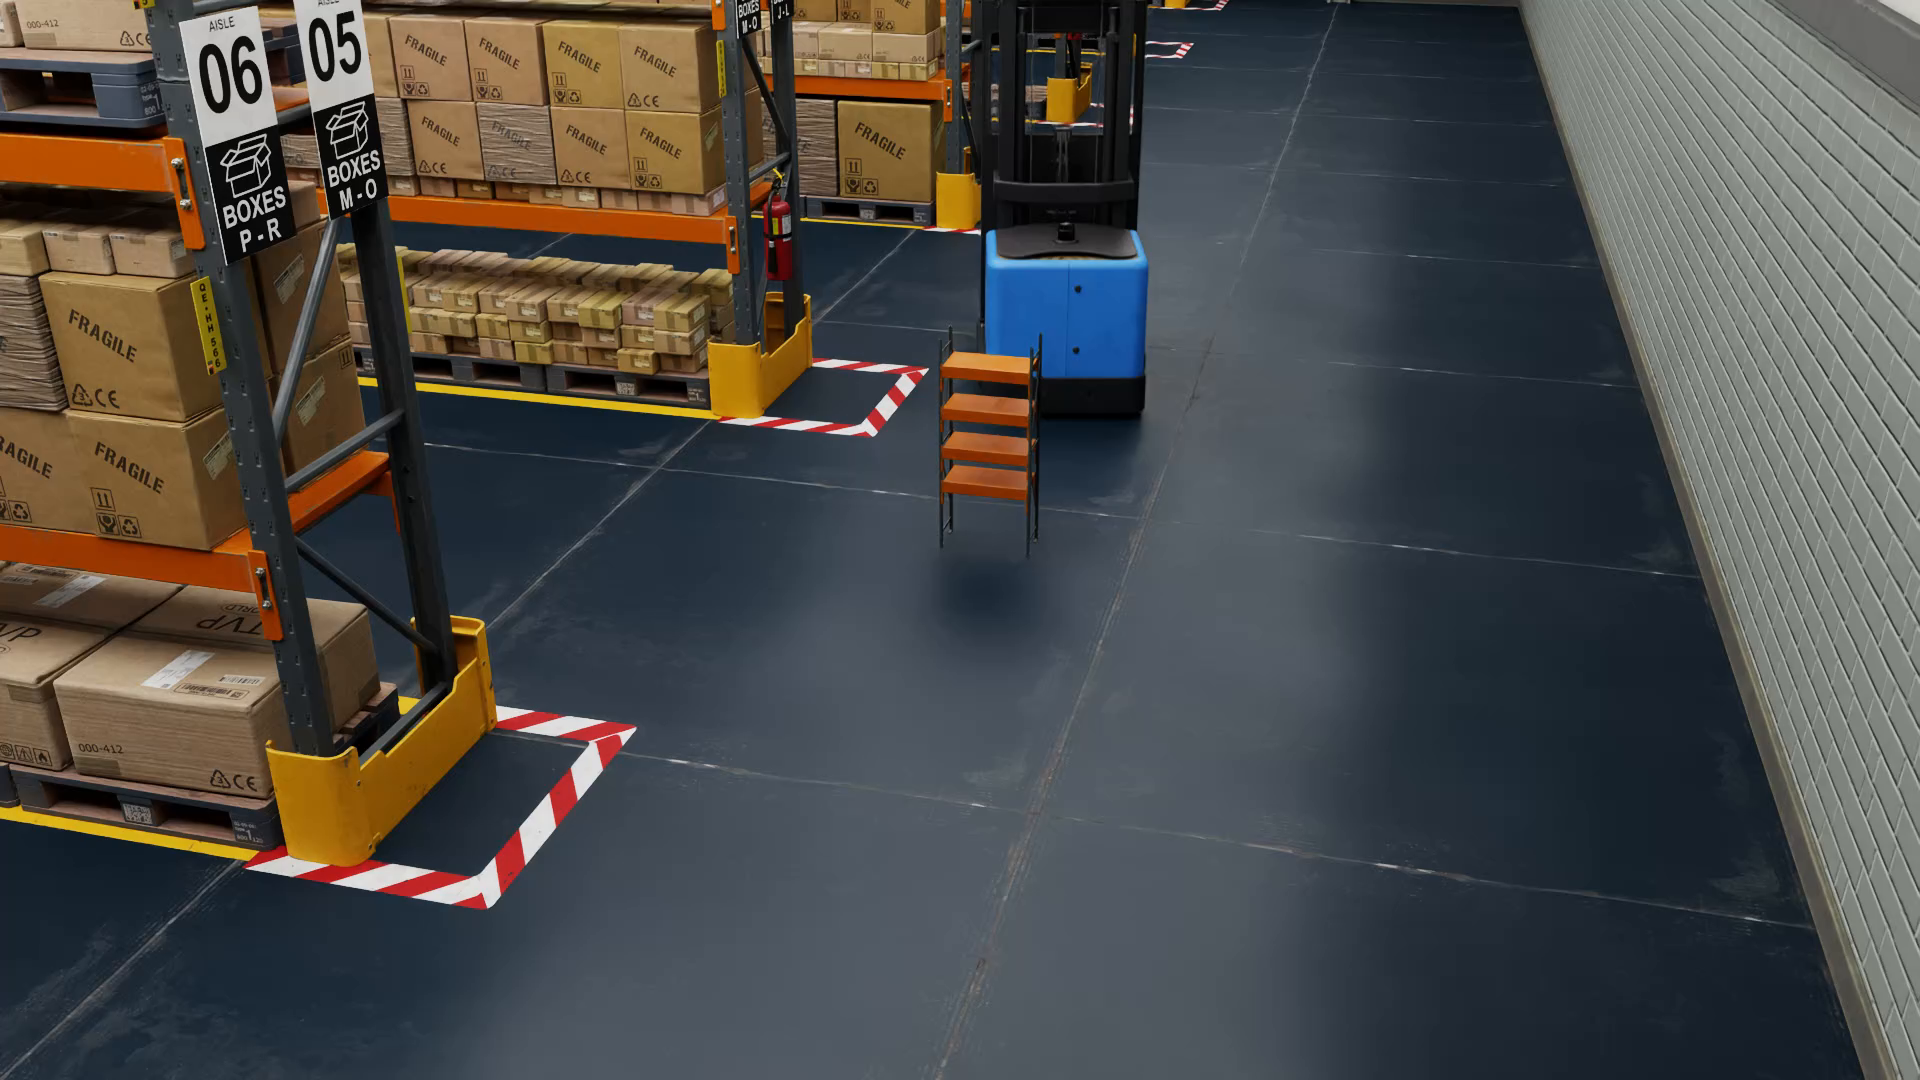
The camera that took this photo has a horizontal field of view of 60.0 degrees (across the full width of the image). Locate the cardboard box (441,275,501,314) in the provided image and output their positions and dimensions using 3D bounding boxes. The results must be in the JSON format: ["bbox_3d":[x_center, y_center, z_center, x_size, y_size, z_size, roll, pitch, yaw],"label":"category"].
[{"bbox_3d":[-3.360,-1.694,11.455,0.250,0.149,0.380,6,26,13],"label":"cardboard box"}]

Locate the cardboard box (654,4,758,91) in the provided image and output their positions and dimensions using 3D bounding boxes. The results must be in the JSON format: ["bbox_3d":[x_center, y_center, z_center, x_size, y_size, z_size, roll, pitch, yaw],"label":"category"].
[{"bbox_3d":[-1.644,-3.185,10.826,0.500,0.500,0.500,6,26,13],"label":"cardboard box"}]

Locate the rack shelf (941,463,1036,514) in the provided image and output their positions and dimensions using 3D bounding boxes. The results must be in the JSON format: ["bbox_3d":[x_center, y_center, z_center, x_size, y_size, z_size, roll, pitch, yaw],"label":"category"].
[{"bbox_3d":[0.160,-0.284,9.069,0.480,0.148,0.258,6,26,13],"label":"rack shelf"}]

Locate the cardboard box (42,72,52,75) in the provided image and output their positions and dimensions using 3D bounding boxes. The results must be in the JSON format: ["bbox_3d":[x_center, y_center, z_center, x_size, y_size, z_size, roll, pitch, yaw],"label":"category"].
[{"bbox_3d":[-6.351,-3.216,11.626,0.250,0.149,0.380,6,26,13],"label":"cardboard box"}]

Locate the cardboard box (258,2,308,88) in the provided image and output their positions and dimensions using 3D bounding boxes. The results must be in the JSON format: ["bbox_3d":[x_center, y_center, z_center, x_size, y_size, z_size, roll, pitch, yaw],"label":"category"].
[{"bbox_3d":[-4.267,-3.256,10.975,0.500,0.500,0.500,6,26,11],"label":"cardboard box"}]

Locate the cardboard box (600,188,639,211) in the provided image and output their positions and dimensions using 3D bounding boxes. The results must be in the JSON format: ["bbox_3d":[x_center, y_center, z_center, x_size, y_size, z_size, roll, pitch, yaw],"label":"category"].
[{"bbox_3d":[-2.139,-2.263,10.805,0.250,0.149,0.380,6,26,12],"label":"cardboard box"}]

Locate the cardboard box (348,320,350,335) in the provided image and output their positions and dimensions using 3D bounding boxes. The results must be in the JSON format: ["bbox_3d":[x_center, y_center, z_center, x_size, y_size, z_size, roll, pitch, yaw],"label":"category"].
[{"bbox_3d":[-4.365,-1.520,11.782,0.250,0.149,0.380,6,26,13],"label":"cardboard box"}]

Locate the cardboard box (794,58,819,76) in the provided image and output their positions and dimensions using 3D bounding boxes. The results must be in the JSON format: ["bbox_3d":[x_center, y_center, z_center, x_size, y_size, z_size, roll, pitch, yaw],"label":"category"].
[{"bbox_3d":[-1.358,-4.346,15.182,0.250,0.149,0.380,6,26,12],"label":"cardboard box"}]

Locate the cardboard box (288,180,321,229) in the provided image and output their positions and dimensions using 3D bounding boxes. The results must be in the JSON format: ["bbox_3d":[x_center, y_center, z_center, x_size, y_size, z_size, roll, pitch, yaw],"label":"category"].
[{"bbox_3d":[-2.685,-1.267,6.388,0.250,0.149,0.380,7,26,14],"label":"cardboard box"}]

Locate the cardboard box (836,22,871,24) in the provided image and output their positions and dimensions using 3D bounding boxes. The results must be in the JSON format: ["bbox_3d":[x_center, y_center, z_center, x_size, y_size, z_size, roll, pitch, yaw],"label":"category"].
[{"bbox_3d":[-0.845,-4.733,15.531,0.500,0.250,0.500,6,26,12],"label":"cardboard box"}]

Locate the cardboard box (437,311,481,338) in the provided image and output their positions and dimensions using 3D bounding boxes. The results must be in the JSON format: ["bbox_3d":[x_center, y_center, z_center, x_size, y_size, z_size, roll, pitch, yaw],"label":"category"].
[{"bbox_3d":[-3.383,-1.528,11.453,0.250,0.149,0.380,7,26,14],"label":"cardboard box"}]

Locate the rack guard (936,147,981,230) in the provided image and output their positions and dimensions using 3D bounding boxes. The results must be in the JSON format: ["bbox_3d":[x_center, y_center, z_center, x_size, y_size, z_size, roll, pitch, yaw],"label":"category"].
[{"bbox_3d":[0.081,-3.319,15.640,0.348,0.500,1.175,6,26,13],"label":"rack guard"}]

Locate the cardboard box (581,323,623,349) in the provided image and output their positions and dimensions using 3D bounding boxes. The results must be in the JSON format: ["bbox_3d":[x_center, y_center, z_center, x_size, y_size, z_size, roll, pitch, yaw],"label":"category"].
[{"bbox_3d":[-2.361,-1.425,11.236,0.250,0.149,0.380,5,26,11],"label":"cardboard box"}]

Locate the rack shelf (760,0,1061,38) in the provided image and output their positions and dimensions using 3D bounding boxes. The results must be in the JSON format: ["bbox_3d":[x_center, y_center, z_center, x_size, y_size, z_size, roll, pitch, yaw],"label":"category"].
[{"bbox_3d":[-0.645,-6.401,20.043,4.000,0.370,1.077,6,26,13],"label":"rack shelf"}]

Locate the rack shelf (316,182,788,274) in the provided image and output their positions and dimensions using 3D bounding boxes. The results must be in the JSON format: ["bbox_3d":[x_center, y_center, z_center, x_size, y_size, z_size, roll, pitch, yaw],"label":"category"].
[{"bbox_3d":[-3.212,-2.285,11.398,4.000,0.370,1.077,6,26,13],"label":"rack shelf"}]

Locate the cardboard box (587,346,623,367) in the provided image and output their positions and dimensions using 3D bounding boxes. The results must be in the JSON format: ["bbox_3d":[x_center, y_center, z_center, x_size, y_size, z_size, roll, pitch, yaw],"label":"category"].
[{"bbox_3d":[-2.346,-1.317,11.356,0.250,0.149,0.380,6,26,13],"label":"cardboard box"}]

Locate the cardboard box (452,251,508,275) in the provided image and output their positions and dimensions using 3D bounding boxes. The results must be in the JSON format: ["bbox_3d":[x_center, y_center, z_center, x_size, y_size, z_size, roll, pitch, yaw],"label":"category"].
[{"bbox_3d":[-3.458,-1.956,12.006,0.250,0.149,0.380,5,26,11],"label":"cardboard box"}]

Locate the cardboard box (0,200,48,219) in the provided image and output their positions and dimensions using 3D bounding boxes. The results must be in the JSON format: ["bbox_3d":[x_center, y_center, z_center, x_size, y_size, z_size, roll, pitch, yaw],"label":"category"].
[{"bbox_3d":[-3.564,-1.123,6.085,0.250,0.149,0.380,7,26,14],"label":"cardboard box"}]

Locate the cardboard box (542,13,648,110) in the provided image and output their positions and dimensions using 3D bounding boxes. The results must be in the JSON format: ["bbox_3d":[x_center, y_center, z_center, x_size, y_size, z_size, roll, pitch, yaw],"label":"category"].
[{"bbox_3d":[-2.271,-3.027,10.492,0.500,0.500,0.500,5,26,11],"label":"cardboard box"}]

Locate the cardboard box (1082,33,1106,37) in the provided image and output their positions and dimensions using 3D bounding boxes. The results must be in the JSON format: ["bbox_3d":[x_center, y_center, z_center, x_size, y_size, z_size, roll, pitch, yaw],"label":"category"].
[{"bbox_3d":[1.941,-7.600,24.119,0.500,0.500,0.500,6,26,13],"label":"cardboard box"}]

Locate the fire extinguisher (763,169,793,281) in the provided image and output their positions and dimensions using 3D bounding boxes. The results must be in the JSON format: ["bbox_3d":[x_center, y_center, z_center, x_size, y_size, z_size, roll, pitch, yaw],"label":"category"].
[{"bbox_3d":[-1.146,-1.974,10.430,0.183,0.674,0.296,6,26,13],"label":"fire extinguisher"}]

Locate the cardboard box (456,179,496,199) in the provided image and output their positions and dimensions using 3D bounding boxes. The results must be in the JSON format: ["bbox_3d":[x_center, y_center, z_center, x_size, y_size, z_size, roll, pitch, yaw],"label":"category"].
[{"bbox_3d":[-3.148,-2.396,11.085,0.250,0.149,0.380,7,26,14],"label":"cardboard box"}]

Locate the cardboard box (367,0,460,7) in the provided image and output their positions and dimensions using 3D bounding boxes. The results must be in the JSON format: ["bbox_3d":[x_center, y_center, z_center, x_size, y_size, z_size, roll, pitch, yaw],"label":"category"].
[{"bbox_3d":[-3.632,-3.404,11.284,0.500,0.500,0.500,7,26,14],"label":"cardboard box"}]

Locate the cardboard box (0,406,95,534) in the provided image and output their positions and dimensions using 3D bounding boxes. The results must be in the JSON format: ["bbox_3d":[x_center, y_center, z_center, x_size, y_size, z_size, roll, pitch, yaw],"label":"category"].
[{"bbox_3d":[-3.426,-0.371,6.423,0.500,0.500,0.500,6,26,12],"label":"cardboard box"}]

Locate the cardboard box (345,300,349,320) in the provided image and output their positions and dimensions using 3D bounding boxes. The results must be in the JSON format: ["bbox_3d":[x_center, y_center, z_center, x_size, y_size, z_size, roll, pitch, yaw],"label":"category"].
[{"bbox_3d":[-4.365,-1.688,11.788,0.250,0.149,0.380,6,26,13],"label":"cardboard box"}]

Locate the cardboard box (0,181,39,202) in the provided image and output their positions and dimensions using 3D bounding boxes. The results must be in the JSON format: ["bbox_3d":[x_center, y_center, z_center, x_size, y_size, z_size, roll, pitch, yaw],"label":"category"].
[{"bbox_3d":[-3.707,-1.368,6.600,0.250,0.149,0.380,7,26,14],"label":"cardboard box"}]

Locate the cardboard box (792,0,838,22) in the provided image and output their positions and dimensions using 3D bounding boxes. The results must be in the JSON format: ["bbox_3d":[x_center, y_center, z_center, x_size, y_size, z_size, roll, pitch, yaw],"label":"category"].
[{"bbox_3d":[-1.327,-5.126,15.482,0.500,0.500,0.500,6,26,12],"label":"cardboard box"}]

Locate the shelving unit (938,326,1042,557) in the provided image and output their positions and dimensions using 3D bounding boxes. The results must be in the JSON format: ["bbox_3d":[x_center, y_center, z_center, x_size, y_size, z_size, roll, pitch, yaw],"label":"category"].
[{"bbox_3d":[0.160,-0.524,8.955,0.503,1.200,0.258,6,26,13],"label":"shelving unit"}]

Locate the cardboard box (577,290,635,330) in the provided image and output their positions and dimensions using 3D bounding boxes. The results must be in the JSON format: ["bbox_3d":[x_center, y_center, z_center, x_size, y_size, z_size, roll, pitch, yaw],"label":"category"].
[{"bbox_3d":[-2.362,-1.544,11.139,0.250,0.149,0.380,6,26,12],"label":"cardboard box"}]

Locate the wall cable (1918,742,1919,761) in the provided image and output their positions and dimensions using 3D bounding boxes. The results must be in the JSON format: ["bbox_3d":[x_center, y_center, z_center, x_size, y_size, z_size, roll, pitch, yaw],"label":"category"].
[{"bbox_3d":[3.057,-0.203,4.969,0.123,1.953,0.585,6,26,13],"label":"wall cable"}]

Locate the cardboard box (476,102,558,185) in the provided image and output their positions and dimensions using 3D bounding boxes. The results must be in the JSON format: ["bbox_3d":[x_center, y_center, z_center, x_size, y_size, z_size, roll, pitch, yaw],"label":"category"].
[{"bbox_3d":[-2.765,-2.624,10.810,0.500,0.500,0.500,6,26,13],"label":"cardboard box"}]

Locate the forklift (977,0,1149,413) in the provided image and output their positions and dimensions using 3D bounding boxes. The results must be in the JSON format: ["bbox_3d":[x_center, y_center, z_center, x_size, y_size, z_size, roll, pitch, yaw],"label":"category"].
[{"bbox_3d":[0.686,-2.735,11.585,1.130,2.935,3.031,0,25,0],"label":"forklift"}]

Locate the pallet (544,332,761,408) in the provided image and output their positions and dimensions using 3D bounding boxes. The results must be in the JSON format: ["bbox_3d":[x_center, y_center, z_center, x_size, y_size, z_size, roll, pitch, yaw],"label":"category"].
[{"bbox_3d":[-2.127,-1.247,11.623,1.213,0.211,1.003,6,26,13],"label":"pallet"}]

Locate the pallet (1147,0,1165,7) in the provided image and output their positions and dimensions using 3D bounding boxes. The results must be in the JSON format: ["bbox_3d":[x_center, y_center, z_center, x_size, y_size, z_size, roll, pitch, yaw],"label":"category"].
[{"bbox_3d":[2.965,-9.430,28.813,1.213,0.211,1.003,6,26,13],"label":"pallet"}]

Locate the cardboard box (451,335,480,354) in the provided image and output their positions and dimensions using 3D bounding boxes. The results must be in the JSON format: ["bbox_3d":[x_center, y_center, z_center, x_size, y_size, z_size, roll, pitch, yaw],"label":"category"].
[{"bbox_3d":[-3.336,-1.436,11.604,0.250,0.149,0.380,7,26,14],"label":"cardboard box"}]

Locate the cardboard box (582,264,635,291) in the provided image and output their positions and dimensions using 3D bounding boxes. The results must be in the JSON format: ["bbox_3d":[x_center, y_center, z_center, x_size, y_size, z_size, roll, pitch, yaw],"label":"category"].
[{"bbox_3d":[-2.468,-1.816,11.712,0.250,0.149,0.380,5,26,10],"label":"cardboard box"}]

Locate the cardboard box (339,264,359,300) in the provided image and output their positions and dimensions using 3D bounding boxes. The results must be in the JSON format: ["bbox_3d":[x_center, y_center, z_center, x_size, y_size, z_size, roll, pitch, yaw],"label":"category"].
[{"bbox_3d":[-4.358,-1.811,11.701,0.250,0.149,0.380,6,26,12],"label":"cardboard box"}]

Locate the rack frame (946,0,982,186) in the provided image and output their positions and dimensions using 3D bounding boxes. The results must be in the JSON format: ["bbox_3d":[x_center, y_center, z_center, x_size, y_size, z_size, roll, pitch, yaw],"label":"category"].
[{"bbox_3d":[0.058,-4.450,15.108,0.127,3.000,1.000,6,26,13],"label":"rack frame"}]

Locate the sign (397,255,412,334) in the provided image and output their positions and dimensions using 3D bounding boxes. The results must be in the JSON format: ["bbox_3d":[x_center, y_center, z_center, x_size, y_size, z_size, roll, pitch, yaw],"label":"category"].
[{"bbox_3d":[-2.266,-0.981,6.723,0.005,0.325,0.100,6,26,13],"label":"sign"}]

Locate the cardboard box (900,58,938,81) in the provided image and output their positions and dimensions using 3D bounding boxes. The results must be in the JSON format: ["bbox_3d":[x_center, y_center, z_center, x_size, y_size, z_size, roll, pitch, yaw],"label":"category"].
[{"bbox_3d":[-0.369,-4.238,14.954,0.250,0.149,0.380,7,26,14],"label":"cardboard box"}]

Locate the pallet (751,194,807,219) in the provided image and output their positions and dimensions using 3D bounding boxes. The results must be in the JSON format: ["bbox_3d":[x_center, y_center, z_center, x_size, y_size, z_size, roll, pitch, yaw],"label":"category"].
[{"bbox_3d":[-1.914,-3.376,16.095,1.213,0.211,1.003,6,26,13],"label":"pallet"}]

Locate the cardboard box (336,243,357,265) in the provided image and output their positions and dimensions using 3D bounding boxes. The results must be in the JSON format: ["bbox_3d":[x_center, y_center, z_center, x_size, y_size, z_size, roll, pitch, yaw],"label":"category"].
[{"bbox_3d":[-4.482,-2.055,12.212,0.250,0.149,0.380,7,26,14],"label":"cardboard box"}]

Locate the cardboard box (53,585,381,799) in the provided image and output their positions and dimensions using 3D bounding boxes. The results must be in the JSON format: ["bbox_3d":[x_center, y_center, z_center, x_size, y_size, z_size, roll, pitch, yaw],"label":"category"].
[{"bbox_3d":[-3.074,0.614,6.963,0.875,0.438,0.875,5,26,11],"label":"cardboard box"}]

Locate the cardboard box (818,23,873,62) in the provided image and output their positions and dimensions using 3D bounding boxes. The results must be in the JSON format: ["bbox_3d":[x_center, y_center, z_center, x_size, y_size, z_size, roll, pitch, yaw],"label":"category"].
[{"bbox_3d":[-0.969,-4.513,15.068,0.500,0.250,0.500,6,26,12],"label":"cardboard box"}]

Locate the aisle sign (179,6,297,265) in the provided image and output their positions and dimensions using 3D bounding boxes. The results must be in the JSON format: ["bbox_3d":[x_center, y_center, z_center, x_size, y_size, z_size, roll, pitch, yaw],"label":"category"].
[{"bbox_3d":[-2.418,-1.361,5.596,0.004,0.787,0.394,6,26,13],"label":"aisle sign"}]

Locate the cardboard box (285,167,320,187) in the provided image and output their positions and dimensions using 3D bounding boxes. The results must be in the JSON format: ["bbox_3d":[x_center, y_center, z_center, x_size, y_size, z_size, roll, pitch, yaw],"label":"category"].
[{"bbox_3d":[-4.416,-2.541,11.390,0.250,0.149,0.380,5,26,11],"label":"cardboard box"}]
